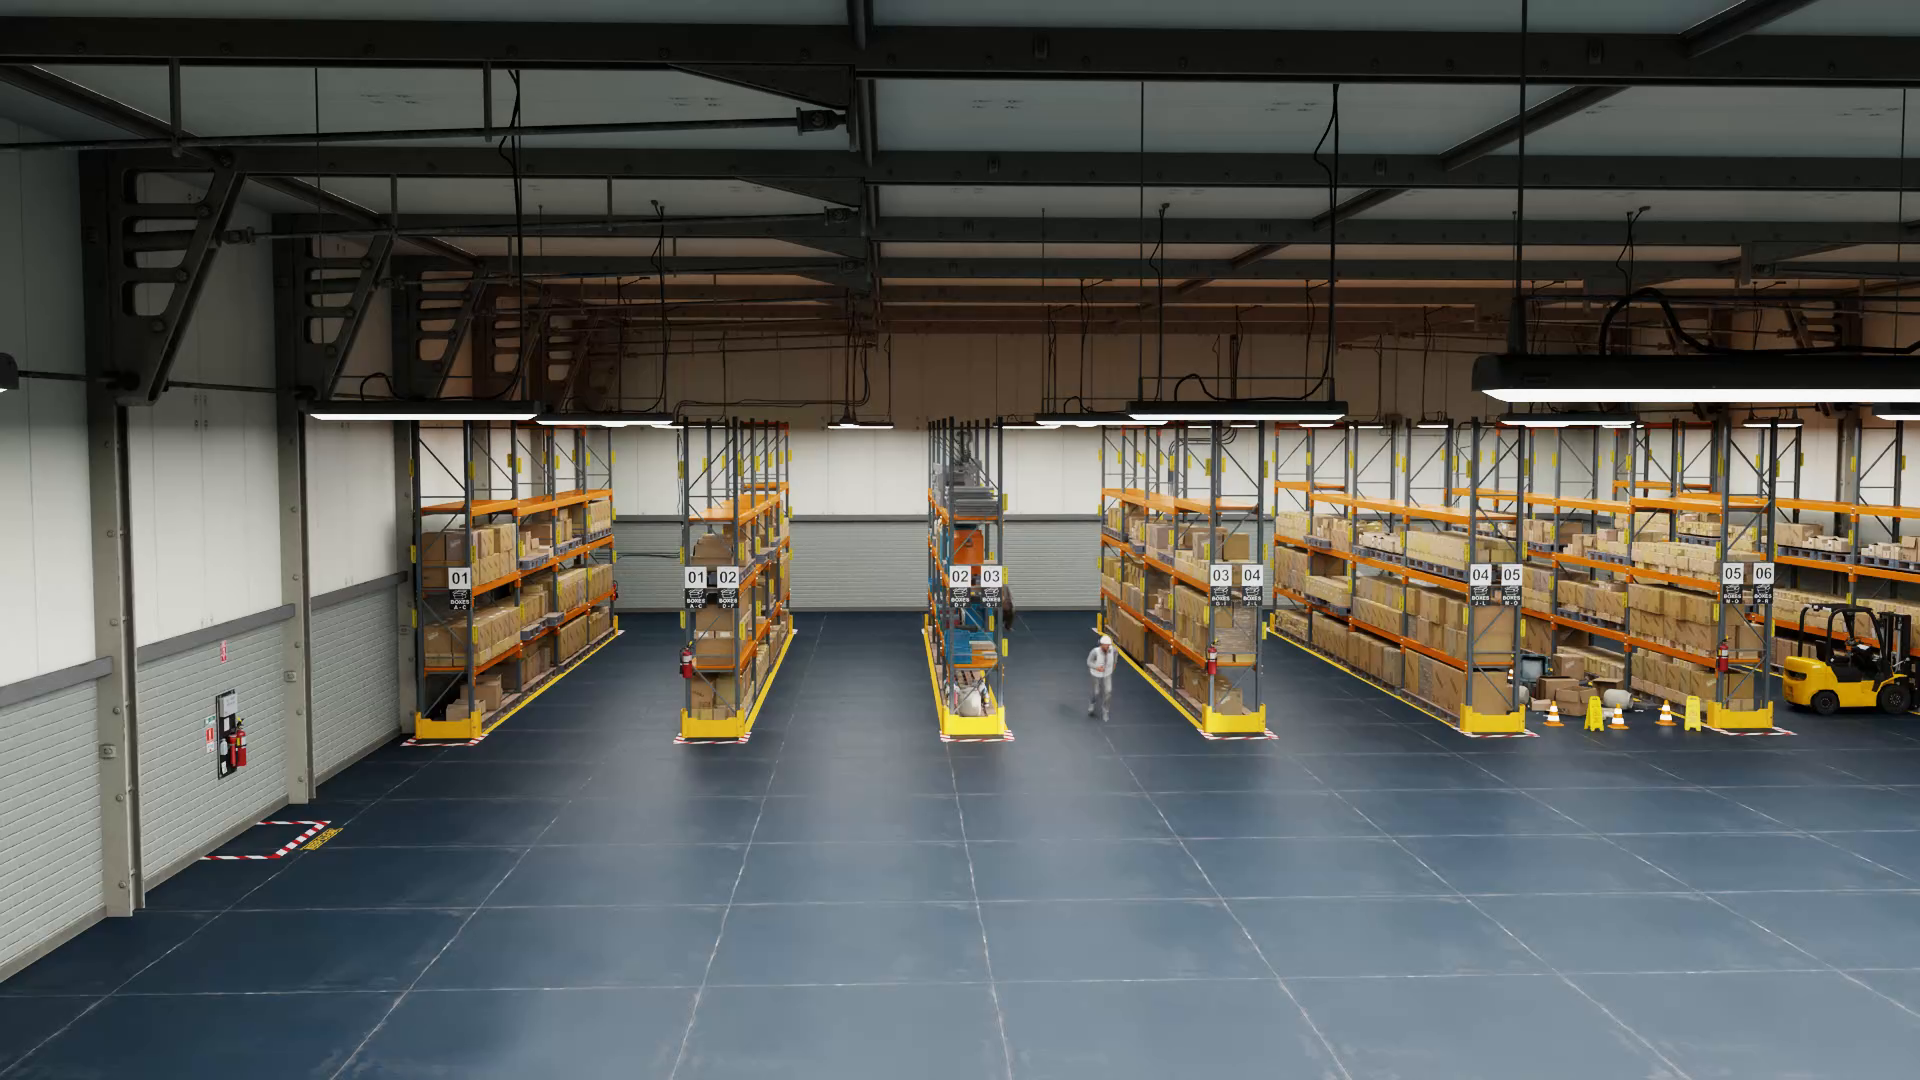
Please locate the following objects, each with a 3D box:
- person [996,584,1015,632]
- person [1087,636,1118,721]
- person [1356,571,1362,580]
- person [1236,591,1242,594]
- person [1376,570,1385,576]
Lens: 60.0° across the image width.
[{"bbox_3d":[1.213,1.773,47.620,0.747,1.725,0.609,-4,5,-45],"label":"person"},{"bbox_3d":[2.812,2.733,33.283,0.701,1.733,1.044,-1,4,-16],"label":"person"},{"bbox_3d":[11.337,1.759,47.121,0.694,1.762,1.123,-2,4,-22],"label":"person"},{"bbox_3d":[7.804,1.829,46.953,0.664,1.685,0.598,1,4,10],"label":"person"},{"bbox_3d":[12.427,1.688,49.307,0.598,1.647,0.559,0,4,0],"label":"person"}]
